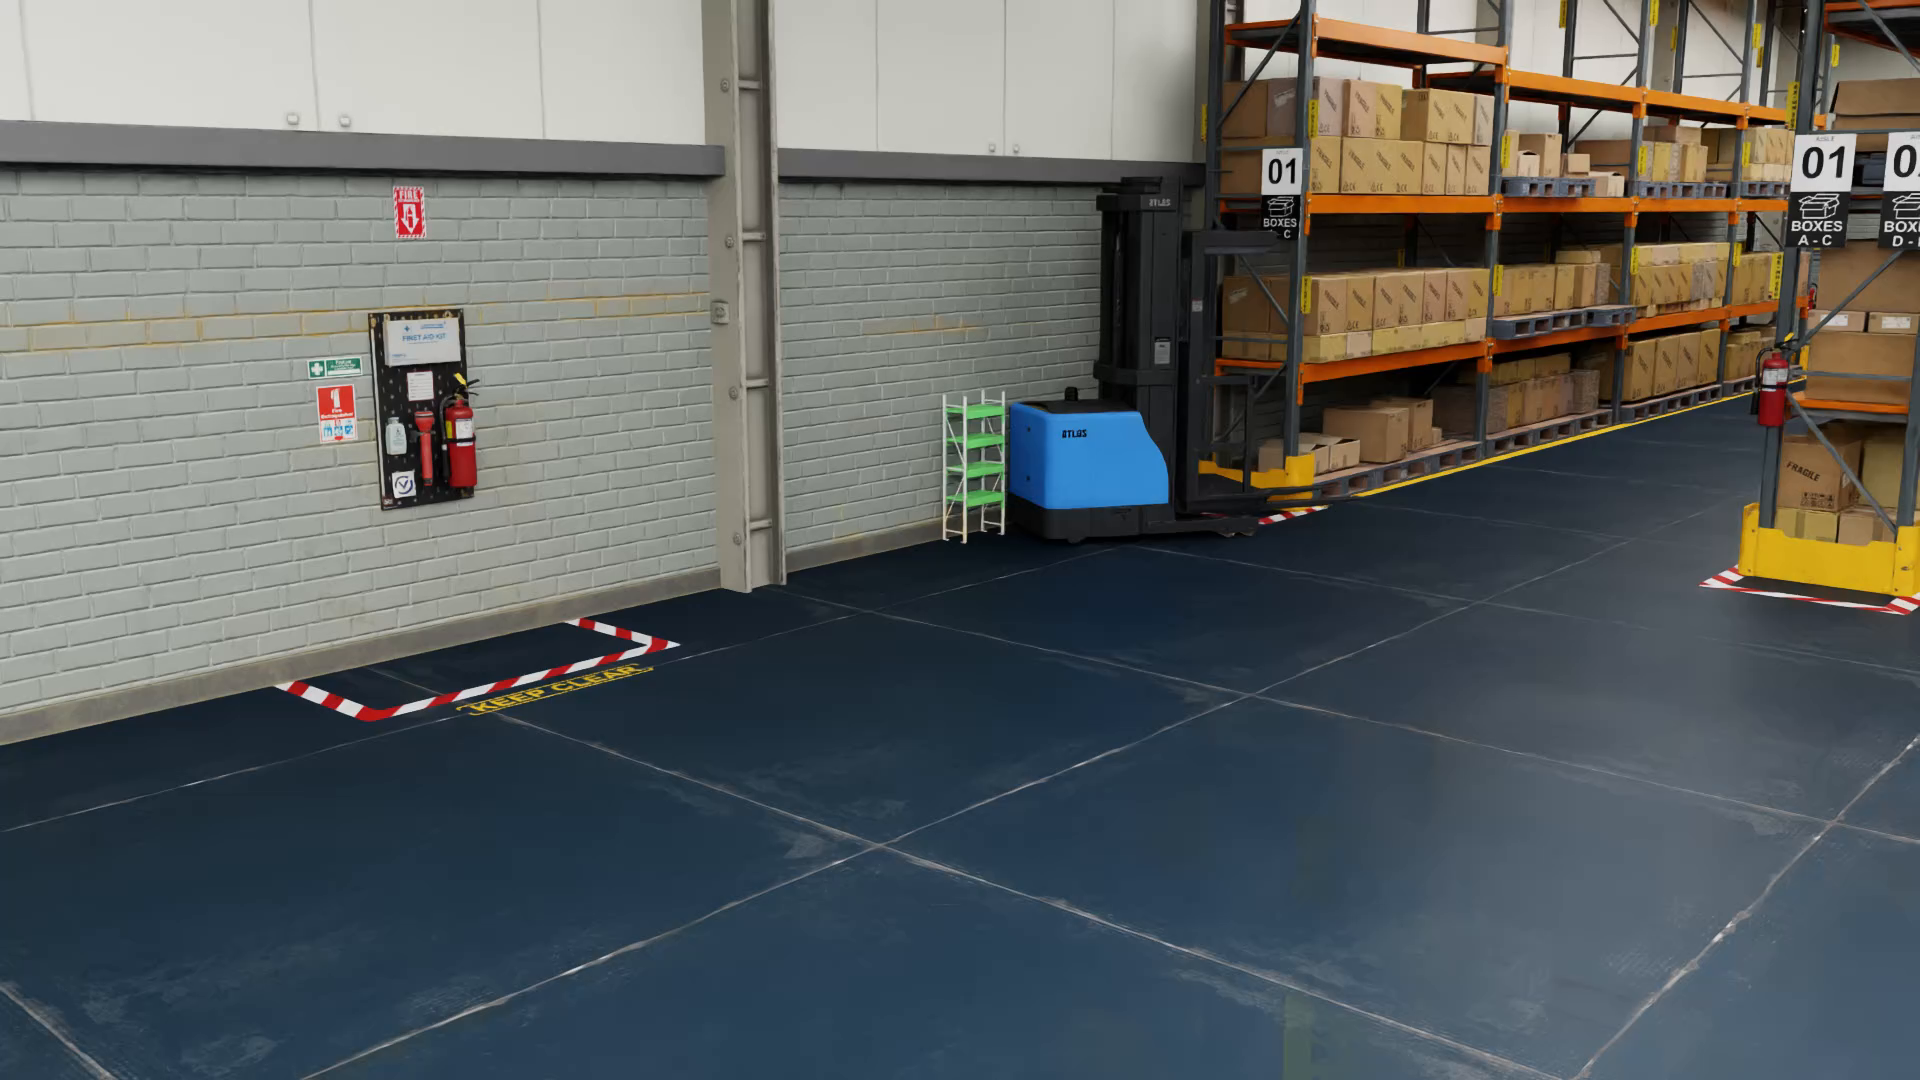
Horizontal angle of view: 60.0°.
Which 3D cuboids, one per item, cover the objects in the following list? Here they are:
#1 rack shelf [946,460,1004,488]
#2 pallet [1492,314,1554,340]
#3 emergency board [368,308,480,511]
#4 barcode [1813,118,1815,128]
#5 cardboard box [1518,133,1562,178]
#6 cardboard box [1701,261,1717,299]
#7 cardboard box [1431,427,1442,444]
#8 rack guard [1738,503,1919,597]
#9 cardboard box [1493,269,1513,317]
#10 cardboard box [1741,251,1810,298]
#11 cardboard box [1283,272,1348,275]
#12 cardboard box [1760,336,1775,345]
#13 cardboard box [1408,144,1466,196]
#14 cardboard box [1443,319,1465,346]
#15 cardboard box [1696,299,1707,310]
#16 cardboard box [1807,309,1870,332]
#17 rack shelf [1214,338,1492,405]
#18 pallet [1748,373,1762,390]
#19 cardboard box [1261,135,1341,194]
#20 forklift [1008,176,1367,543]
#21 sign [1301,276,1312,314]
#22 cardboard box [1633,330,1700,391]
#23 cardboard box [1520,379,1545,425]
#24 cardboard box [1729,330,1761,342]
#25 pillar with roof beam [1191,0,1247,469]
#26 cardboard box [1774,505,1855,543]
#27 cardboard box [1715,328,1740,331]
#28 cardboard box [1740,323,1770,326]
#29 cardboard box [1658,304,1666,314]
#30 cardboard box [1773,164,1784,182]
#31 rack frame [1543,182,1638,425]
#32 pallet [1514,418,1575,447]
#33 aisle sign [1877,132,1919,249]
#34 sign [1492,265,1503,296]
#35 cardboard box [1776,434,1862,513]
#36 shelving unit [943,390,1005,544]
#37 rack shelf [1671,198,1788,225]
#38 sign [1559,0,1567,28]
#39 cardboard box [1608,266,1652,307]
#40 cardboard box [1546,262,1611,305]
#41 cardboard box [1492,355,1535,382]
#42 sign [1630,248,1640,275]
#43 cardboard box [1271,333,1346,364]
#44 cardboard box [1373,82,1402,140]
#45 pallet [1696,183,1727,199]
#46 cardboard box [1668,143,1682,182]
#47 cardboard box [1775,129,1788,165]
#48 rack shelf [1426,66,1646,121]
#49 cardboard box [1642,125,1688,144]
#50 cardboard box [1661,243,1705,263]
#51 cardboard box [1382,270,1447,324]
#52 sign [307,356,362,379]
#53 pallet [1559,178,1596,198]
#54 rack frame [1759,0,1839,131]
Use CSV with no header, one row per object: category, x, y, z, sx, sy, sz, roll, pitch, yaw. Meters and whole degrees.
rack shelf,0.116,-0.549,13.724,0.258,0.148,0.480,10,15,40
pallet,5.898,-2.398,18.548,1.003,0.211,1.213,10,15,40
emergency board,-3.165,-0.783,9.974,0.194,1.169,0.643,10,15,40
barcode,6.204,-3.032,12.094,0.001,0.075,0.075,10,15,40
cardboard box,6.519,-4.376,18.975,0.500,0.500,0.500,9,14,38
cardboard box,10.120,-3.603,23.027,0.500,0.500,0.500,10,15,41
cardboard box,4.953,-1.142,17.881,0.380,0.166,0.250,7,14,33
rack guard,6.351,0.060,12.137,1.175,0.500,0.348,10,15,40
cardboard box,5.646,-2.733,18.360,0.700,0.500,0.500,10,15,41
cardboard box,12.876,-4.235,26.488,0.980,0.700,0.700,11,16,43
cardboard box,3.473,-2.360,16.286,0.500,0.500,0.500,9,15,39
cardboard box,12.488,-2.954,26.154,0.700,0.500,0.500,10,15,40
cardboard box,4.793,-3.749,16.858,0.500,0.500,0.500,8,14,36
cardboard box,4.864,-2.153,17.166,0.500,0.250,0.500,10,15,41
cardboard box,10.070,-3.257,22.948,0.380,0.149,0.250,10,15,40
cardboard box,6.476,-1.618,12.241,0.380,0.149,0.250,9,15,39
rack shelf,3.964,-1.751,16.657,1.077,0.370,4.000,10,15,40
pallet,11.931,-2.490,25.638,1.003,0.211,1.213,10,15,40
cardboard box,3.052,-3.356,14.893,0.500,0.500,0.500,10,15,42
forklift,1.985,-1.555,14.015,3.031,2.935,1.130,-4,12,-17
sign,3.051,-2.164,14.678,0.100,0.325,0.005,10,15,40
cardboard box,9.649,-2.483,22.903,0.750,0.750,0.750,10,15,42
cardboard box,6.428,-1.651,19.578,0.700,0.500,0.500,10,15,41
cardboard box,11.843,-3.074,25.096,0.380,0.149,0.250,9,15,39
pillar with roof beam,5.690,-4.410,12.815,9.100,9.000,0.400,10,15,40
cardboard box,6.499,-0.144,12.724,0.500,0.250,0.500,10,15,40
cardboard box,11.748,-3.166,25.560,0.380,0.149,0.250,9,15,39
cardboard box,12.751,-3.390,26.681,0.380,0.149,0.250,10,15,41
cardboard box,9.144,-3.085,22.088,0.380,0.149,0.250,10,15,41
cardboard box,11.899,-5.445,24.710,0.500,0.250,0.500,9,15,39
rack frame,7.924,-2.987,21.007,1.000,3.000,0.127,10,15,40
pallet,6.602,-1.326,19.810,1.003,0.211,1.213,10,15,40
aisle sign,6.554,-2.395,11.408,0.394,0.787,0.004,10,15,40
sign,5.697,-2.754,17.630,0.100,0.325,0.005,10,15,40
cardboard box,6.498,-0.512,12.652,0.500,0.500,0.500,10,15,40
shelving unit,0.116,-0.612,13.711,0.258,1.200,0.503,10,15,40
rack shelf,11.885,-4.988,25.203,1.077,0.370,4.000,10,15,40
sign,7.505,-6.536,20.669,0.100,0.325,0.005,10,15,40
cardboard box,8.437,-3.230,21.158,0.500,0.500,0.500,10,15,42
cardboard box,7.622,-3.181,20.601,0.700,0.500,0.500,8,14,34
cardboard box,6.386,-2.009,19.454,0.500,0.250,0.500,9,15,39
sign,8.338,-3.447,20.557,0.100,0.325,0.005,10,15,40
cardboard box,3.204,-1.777,15.280,0.500,0.250,0.500,9,15,39
cardboard box,3.779,-3.999,15.558,0.500,0.500,0.500,10,15,42
pallet,9.997,-4.811,22.971,0.805,0.209,1.217,9,14,38
cardboard box,9.204,-5.040,22.250,0.700,0.500,0.500,10,15,40
cardboard box,11.903,-5.814,24.643,0.500,0.500,0.500,10,15,41
rack shelf,6.604,-5.085,19.055,1.077,0.370,4.000,10,15,40
cardboard box,9.532,-5.483,22.553,0.500,0.250,0.500,9,15,39
cardboard box,9.767,-3.897,22.583,0.500,0.250,0.500,10,15,41
cardboard box,4.539,-2.446,16.716,0.500,0.500,0.500,9,15,39
sign,-3.597,-0.992,9.575,0.001,0.109,0.331,10,15,40
pallet,6.454,-4.007,18.936,1.213,0.211,1.003,10,15,40
rack frame,13.205,-7.106,26.312,1.000,3.000,0.127,10,15,40
